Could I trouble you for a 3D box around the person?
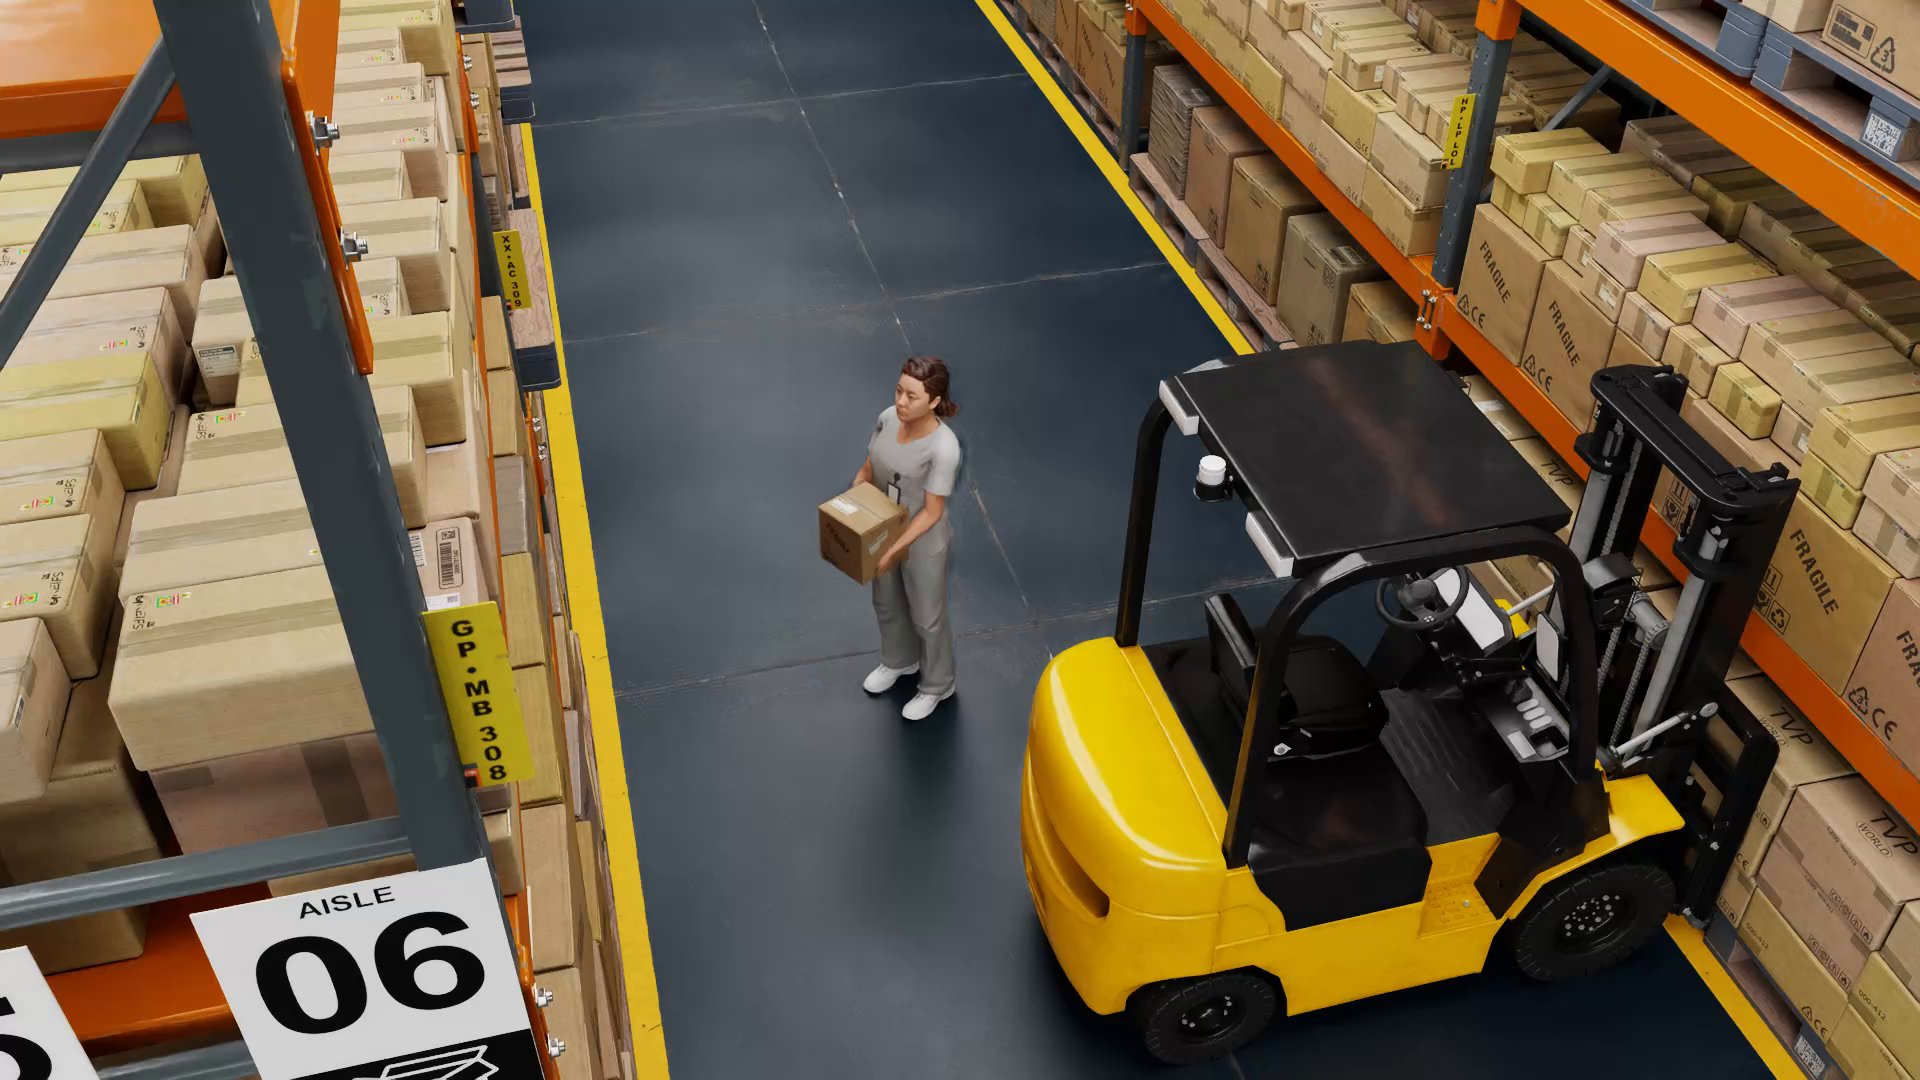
[{"bbox_3d":[-0.244,0.032,6.694,0.548,1.648,0.443,-30,47,-32],"label":"person"}]
